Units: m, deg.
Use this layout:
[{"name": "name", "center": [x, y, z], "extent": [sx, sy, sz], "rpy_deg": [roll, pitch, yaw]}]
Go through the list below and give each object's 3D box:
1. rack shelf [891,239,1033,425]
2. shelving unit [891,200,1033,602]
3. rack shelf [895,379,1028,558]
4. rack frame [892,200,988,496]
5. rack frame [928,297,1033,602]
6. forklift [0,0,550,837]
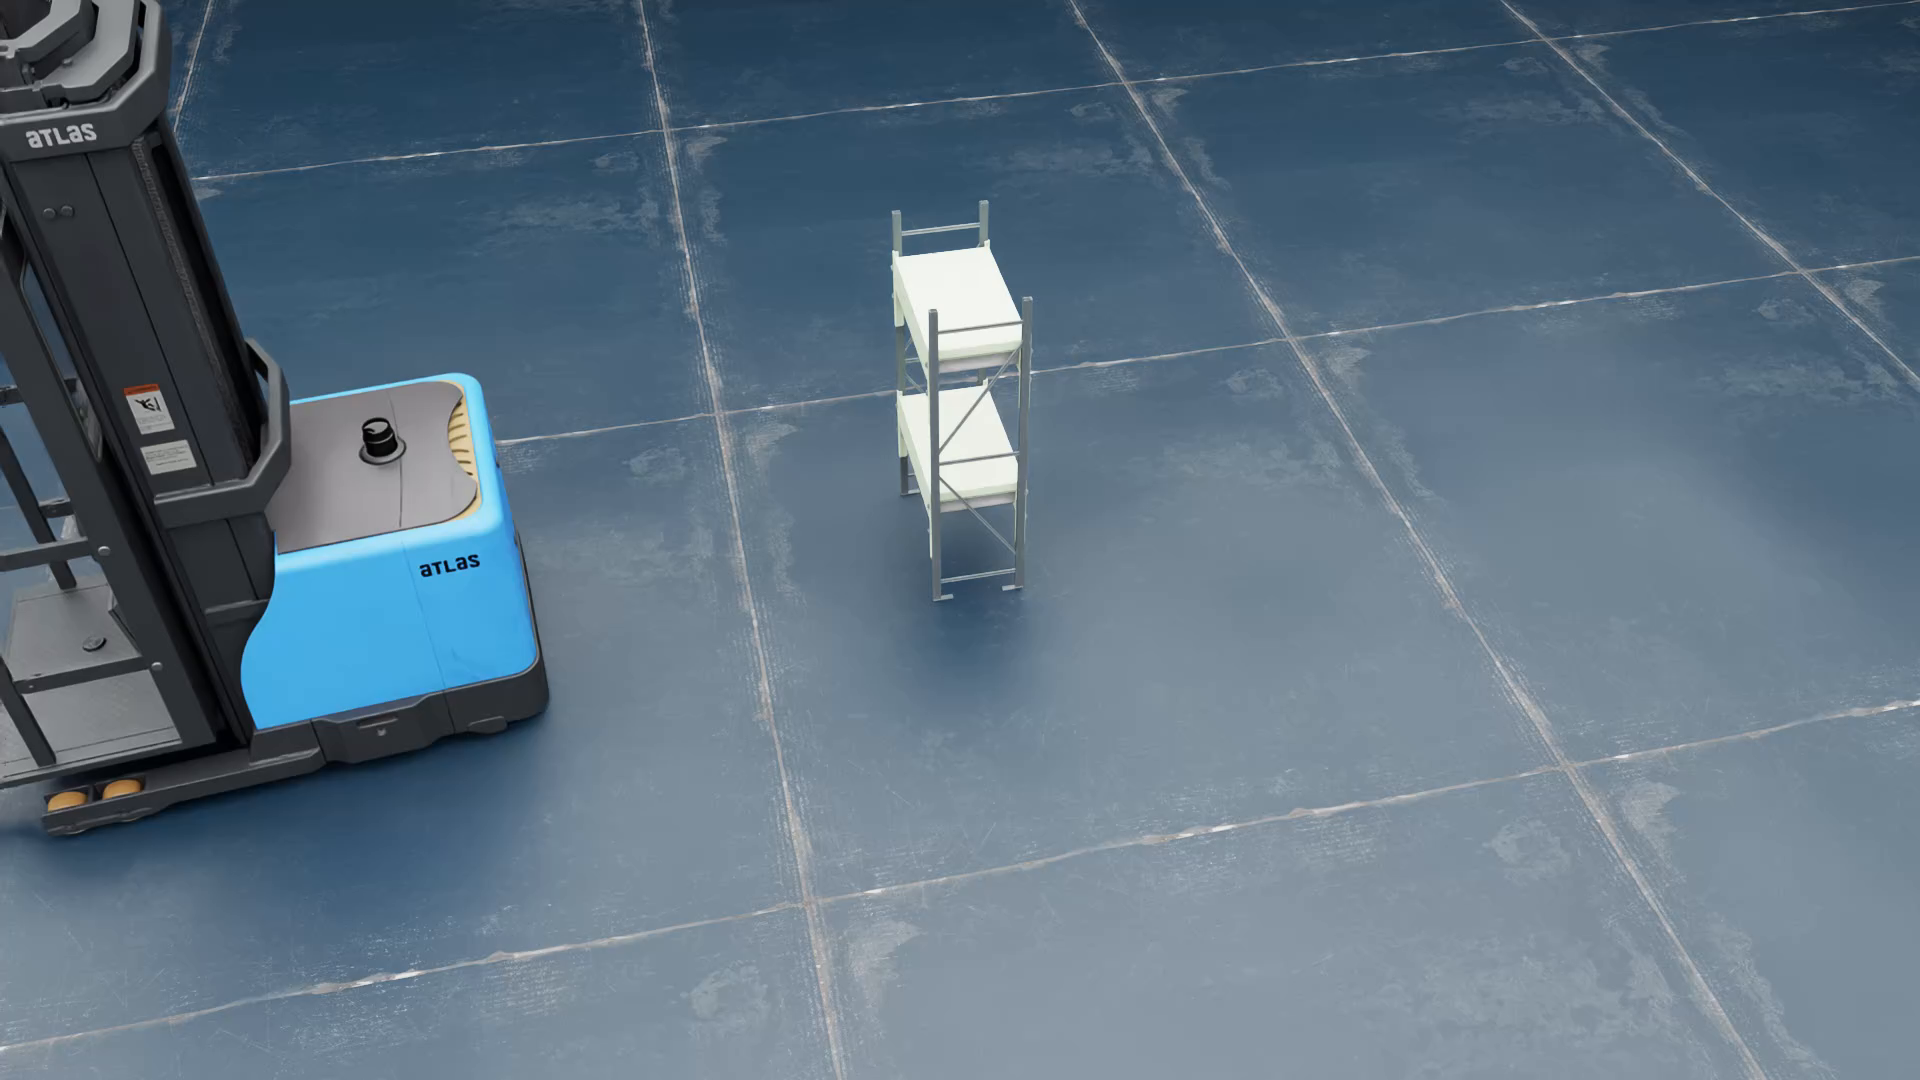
[{"name": "rack shelf", "center": [-0.001, -0.857, 6.780], "extent": [0.431, 0.370, 0.720], "rpy_deg": [-8, 42, -9]}, {"name": "shelving unit", "center": [-0.001, -0.565, 7.039], "extent": [0.431, 1.500, 0.755], "rpy_deg": [-8, 42, -9]}, {"name": "rack shelf", "center": [-0.001, -0.321, 7.255], "extent": [0.431, 0.370, 0.720], "rpy_deg": [-8, 42, -9]}, {"name": "rack frame", "center": [-0.080, -0.802, 7.306], "extent": [0.400, 1.500, 0.023], "rpy_deg": [-8, 42, -9]}, {"name": "rack frame", "center": [0.078, -0.328, 6.771], "extent": [0.400, 1.500, 0.023], "rpy_deg": [-8, 42, -9]}, {"name": "forklift", "center": [-3.230, -0.381, 5.753], "extent": [3.031, 2.935, 1.130], "rpy_deg": [-12, 43, -13]}]
